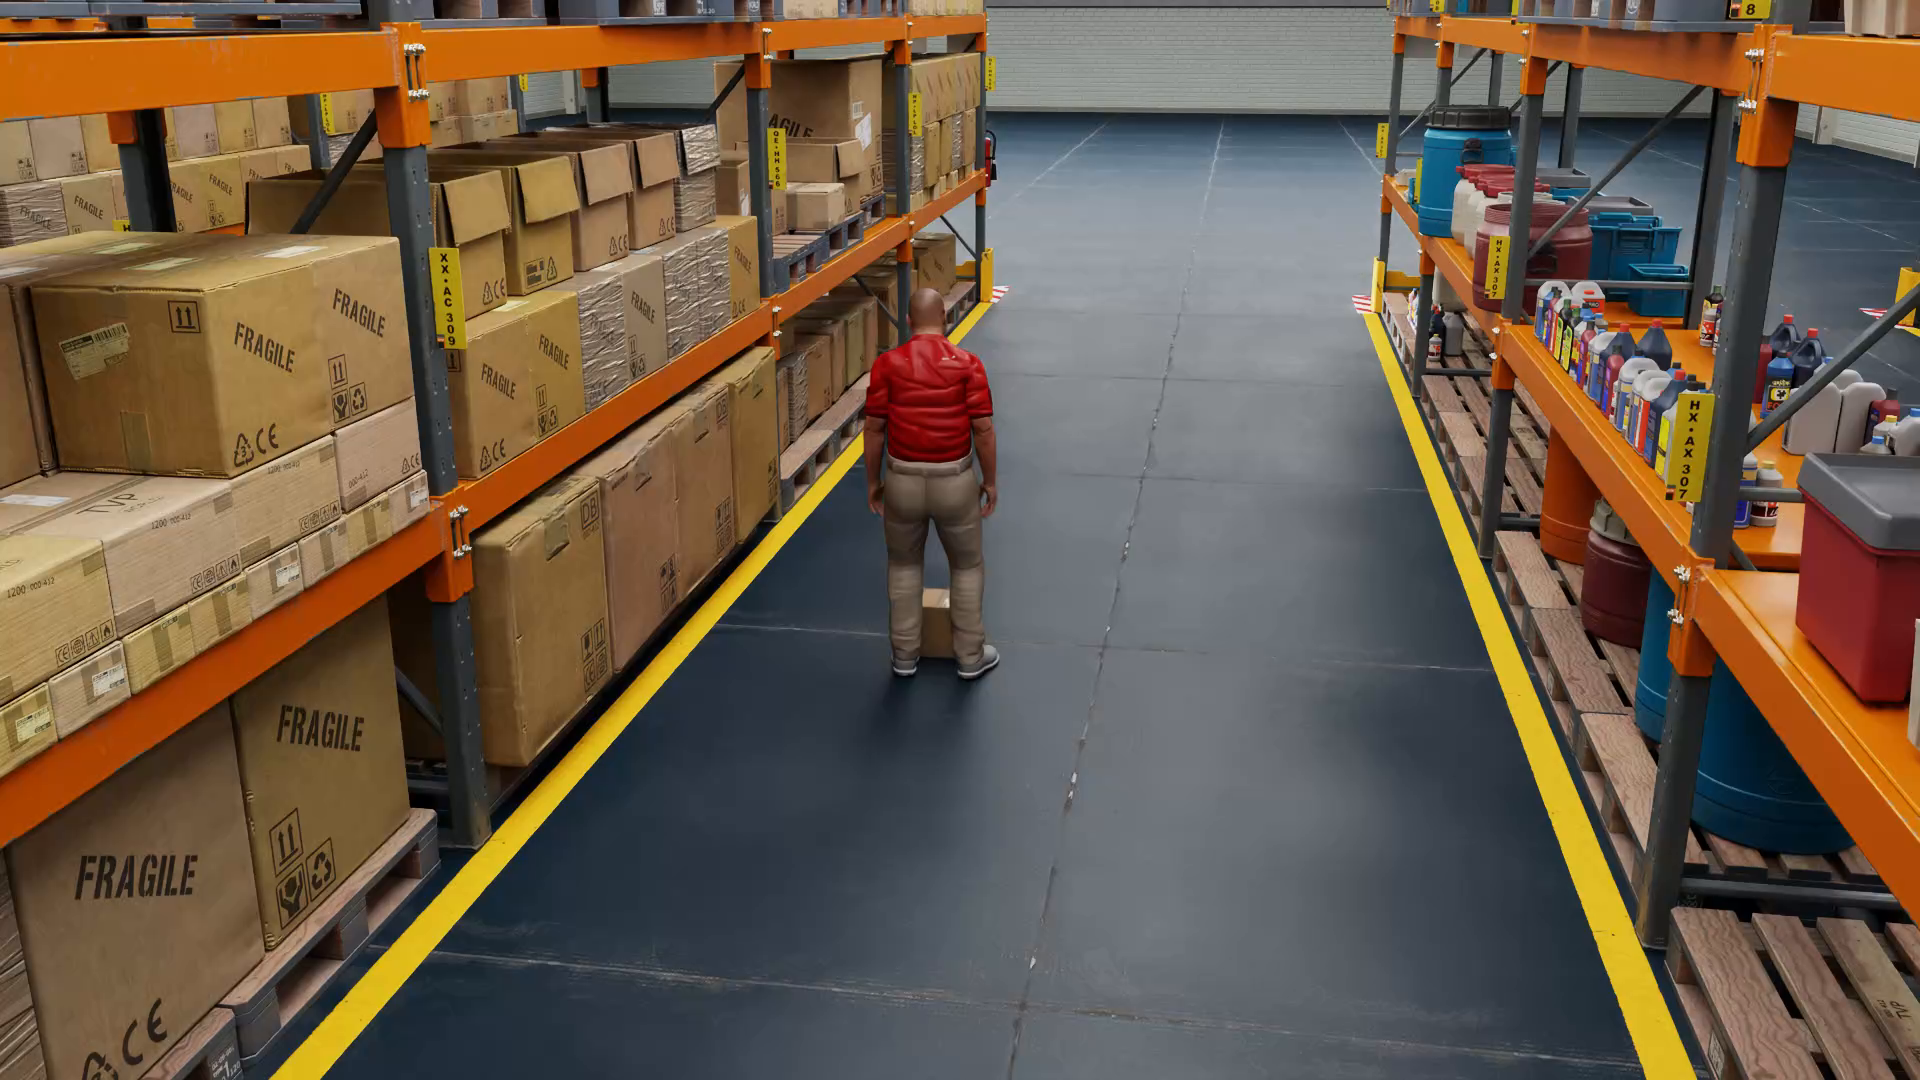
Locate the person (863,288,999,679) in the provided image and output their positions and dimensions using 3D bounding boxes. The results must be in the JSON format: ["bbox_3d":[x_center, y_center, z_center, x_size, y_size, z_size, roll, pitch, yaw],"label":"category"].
[{"bbox_3d":[-0.124,-0.235,7.311,0.587,1.725,0.392,2,18,6],"label":"person"}]
